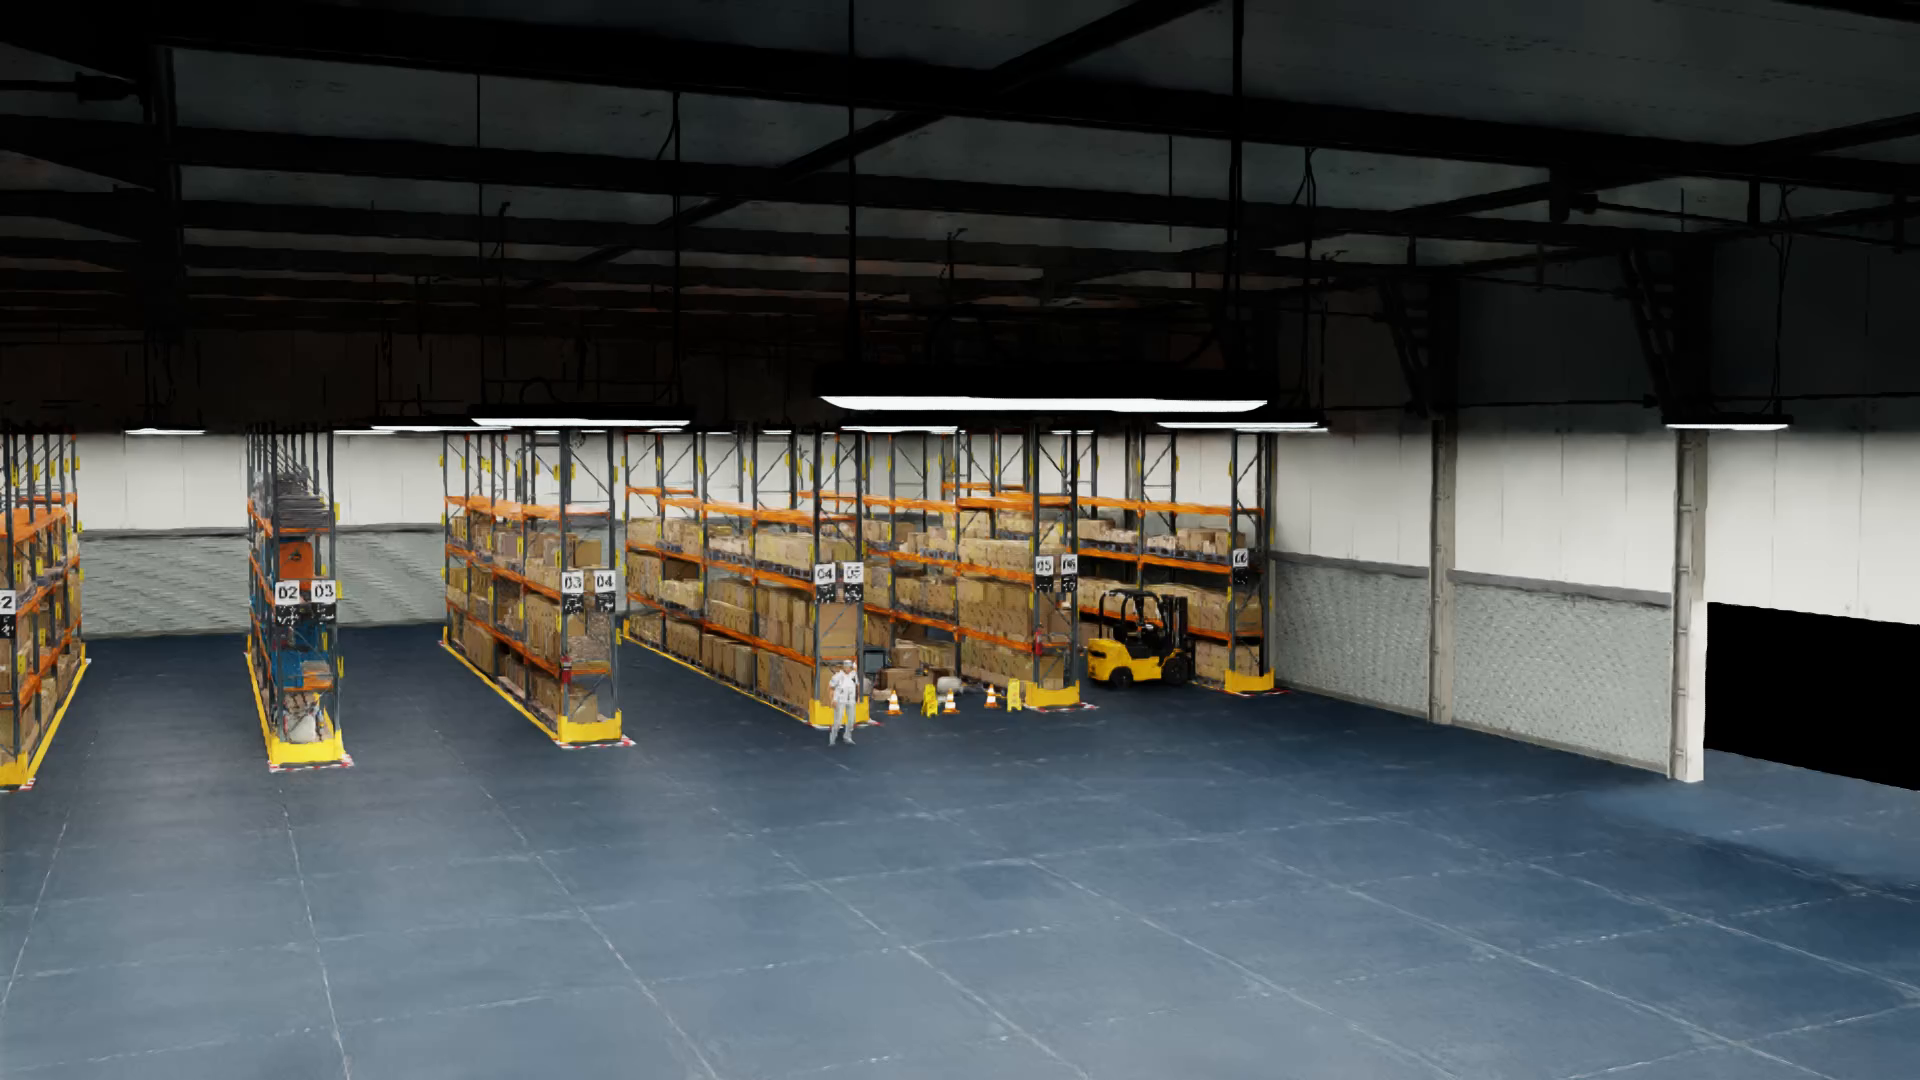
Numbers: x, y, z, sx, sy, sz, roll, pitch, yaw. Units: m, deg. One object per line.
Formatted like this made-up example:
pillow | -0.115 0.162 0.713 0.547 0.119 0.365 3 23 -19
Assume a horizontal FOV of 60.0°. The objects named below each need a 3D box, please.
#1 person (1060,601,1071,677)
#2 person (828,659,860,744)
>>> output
person | 2.480 2.344 39.539 0.490 1.785 0.616 0 4 -1
person | -2.136 2.997 30.846 0.625 1.611 0.582 -2 4 -26
